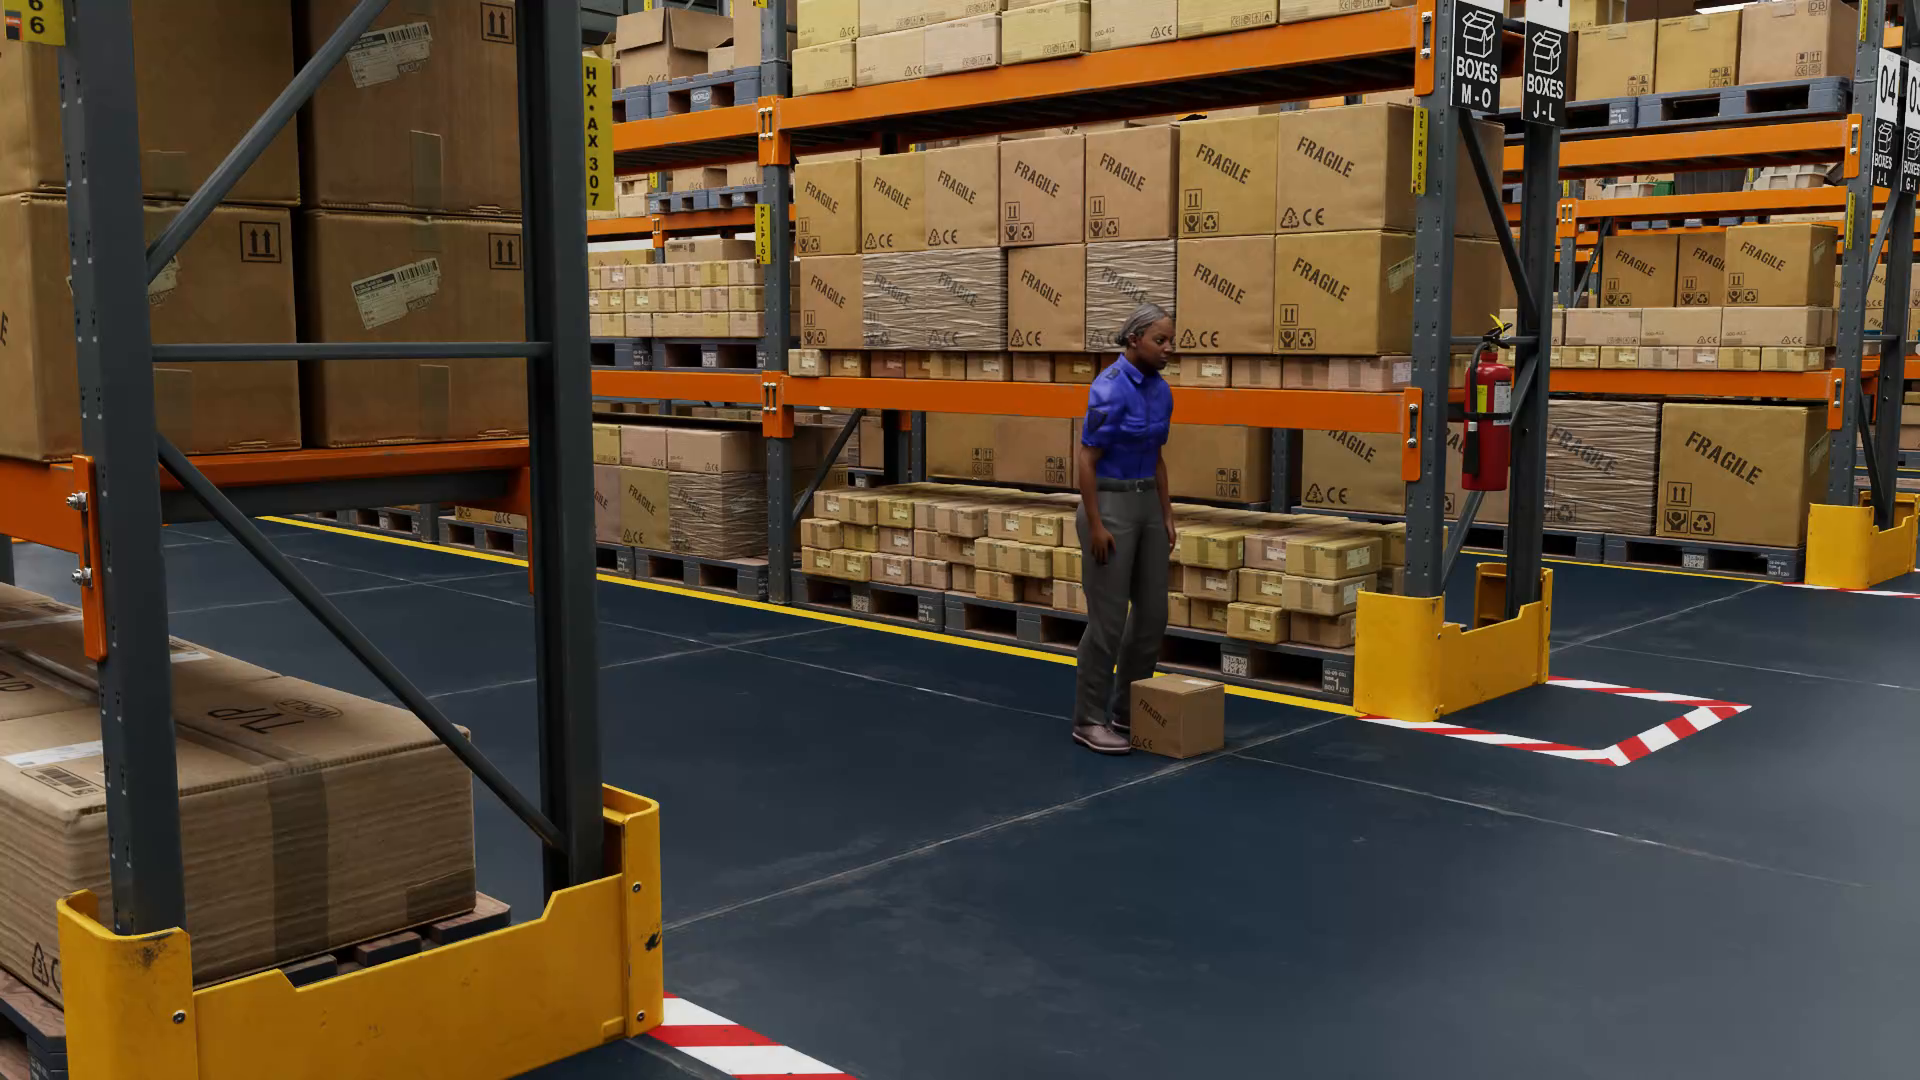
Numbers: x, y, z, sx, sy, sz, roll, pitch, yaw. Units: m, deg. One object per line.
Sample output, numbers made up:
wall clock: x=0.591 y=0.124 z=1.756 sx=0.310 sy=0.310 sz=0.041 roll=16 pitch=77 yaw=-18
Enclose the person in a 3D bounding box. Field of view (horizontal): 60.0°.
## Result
person: x=0.634 y=-0.061 z=6.268 sx=0.349 sy=1.655 sz=0.509 roll=7 pitch=10 yaw=43
